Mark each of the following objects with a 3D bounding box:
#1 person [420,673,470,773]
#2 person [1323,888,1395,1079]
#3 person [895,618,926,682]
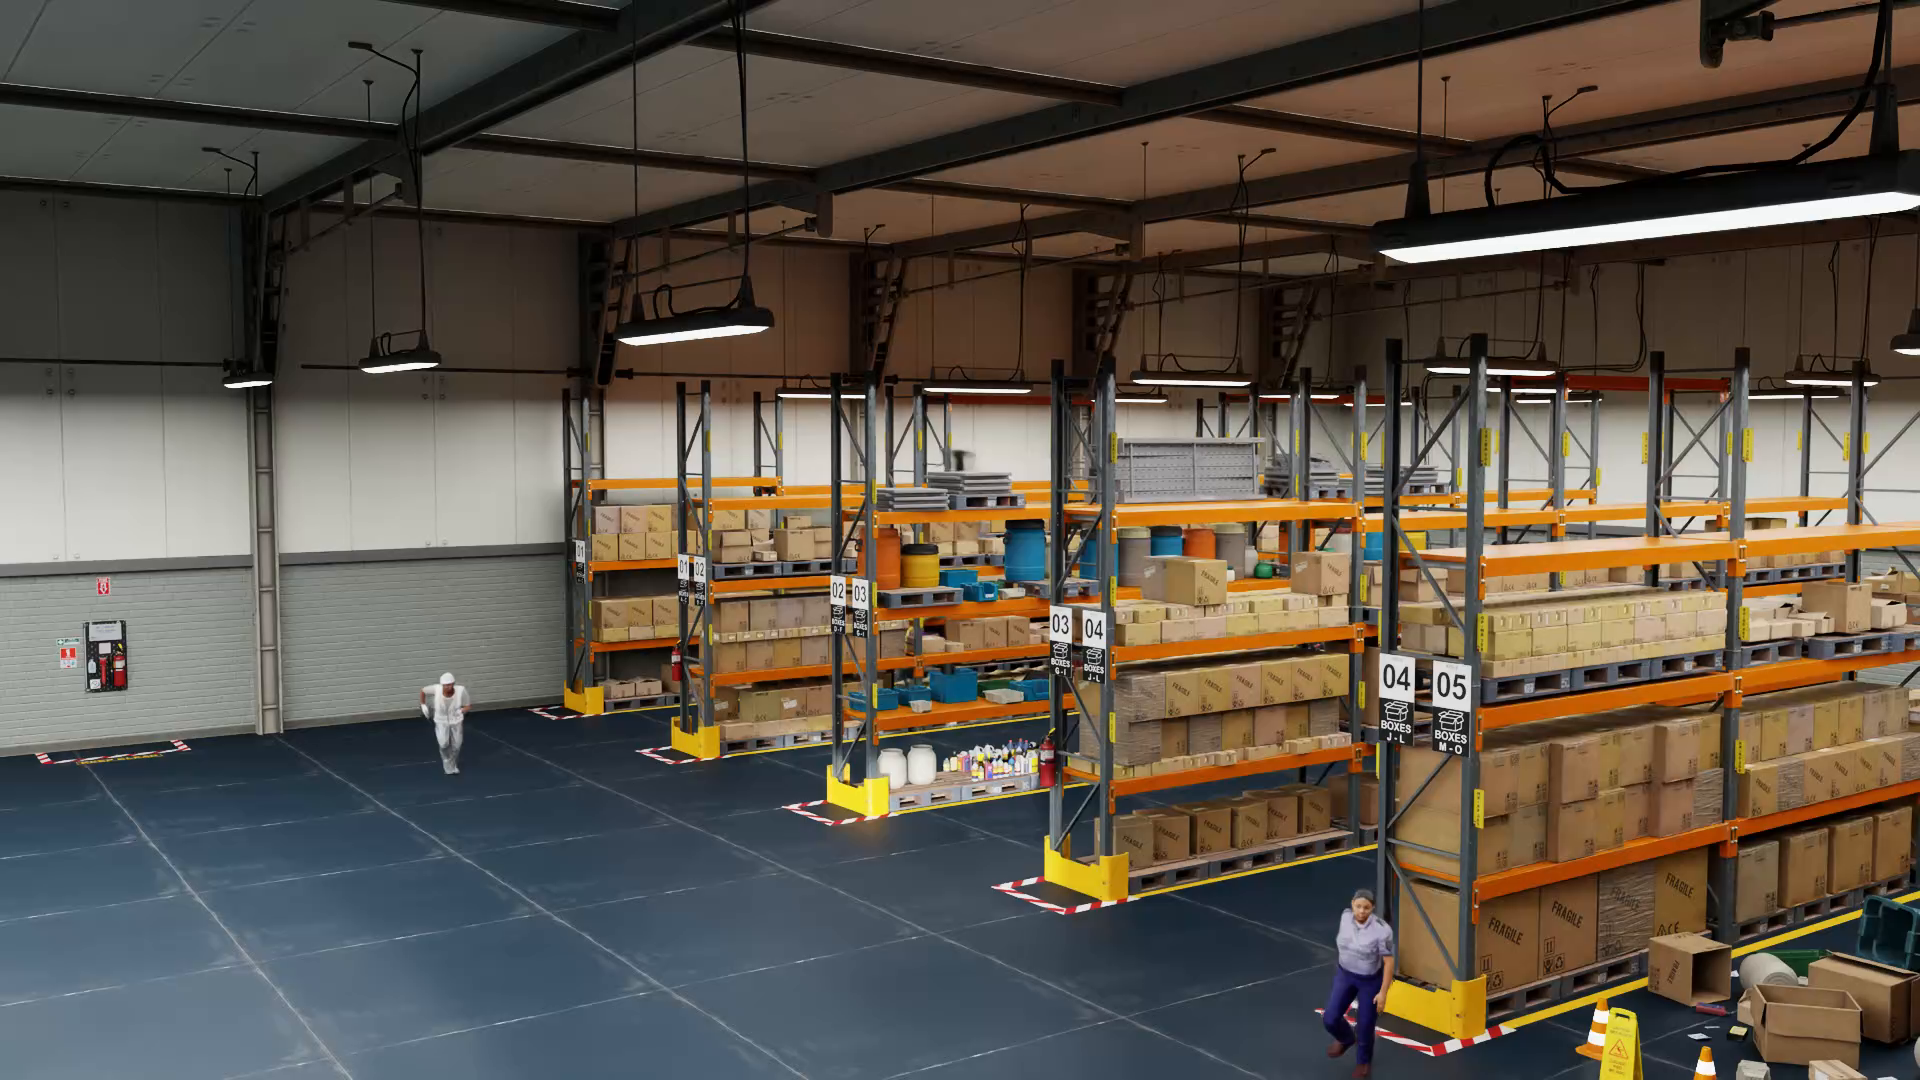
[{"bbox_3d":[-7.706,2.753,24.917,0.722,1.596,0.914,-1,4,-16],"label":"person"},{"bbox_3d":[3.194,3.580,13.286,0.639,1.492,0.550,3,4,34],"label":"person"},{"bbox_3d":[-1.016,2.272,31.413,0.830,1.811,0.660,-2,4,-31],"label":"person"}]
